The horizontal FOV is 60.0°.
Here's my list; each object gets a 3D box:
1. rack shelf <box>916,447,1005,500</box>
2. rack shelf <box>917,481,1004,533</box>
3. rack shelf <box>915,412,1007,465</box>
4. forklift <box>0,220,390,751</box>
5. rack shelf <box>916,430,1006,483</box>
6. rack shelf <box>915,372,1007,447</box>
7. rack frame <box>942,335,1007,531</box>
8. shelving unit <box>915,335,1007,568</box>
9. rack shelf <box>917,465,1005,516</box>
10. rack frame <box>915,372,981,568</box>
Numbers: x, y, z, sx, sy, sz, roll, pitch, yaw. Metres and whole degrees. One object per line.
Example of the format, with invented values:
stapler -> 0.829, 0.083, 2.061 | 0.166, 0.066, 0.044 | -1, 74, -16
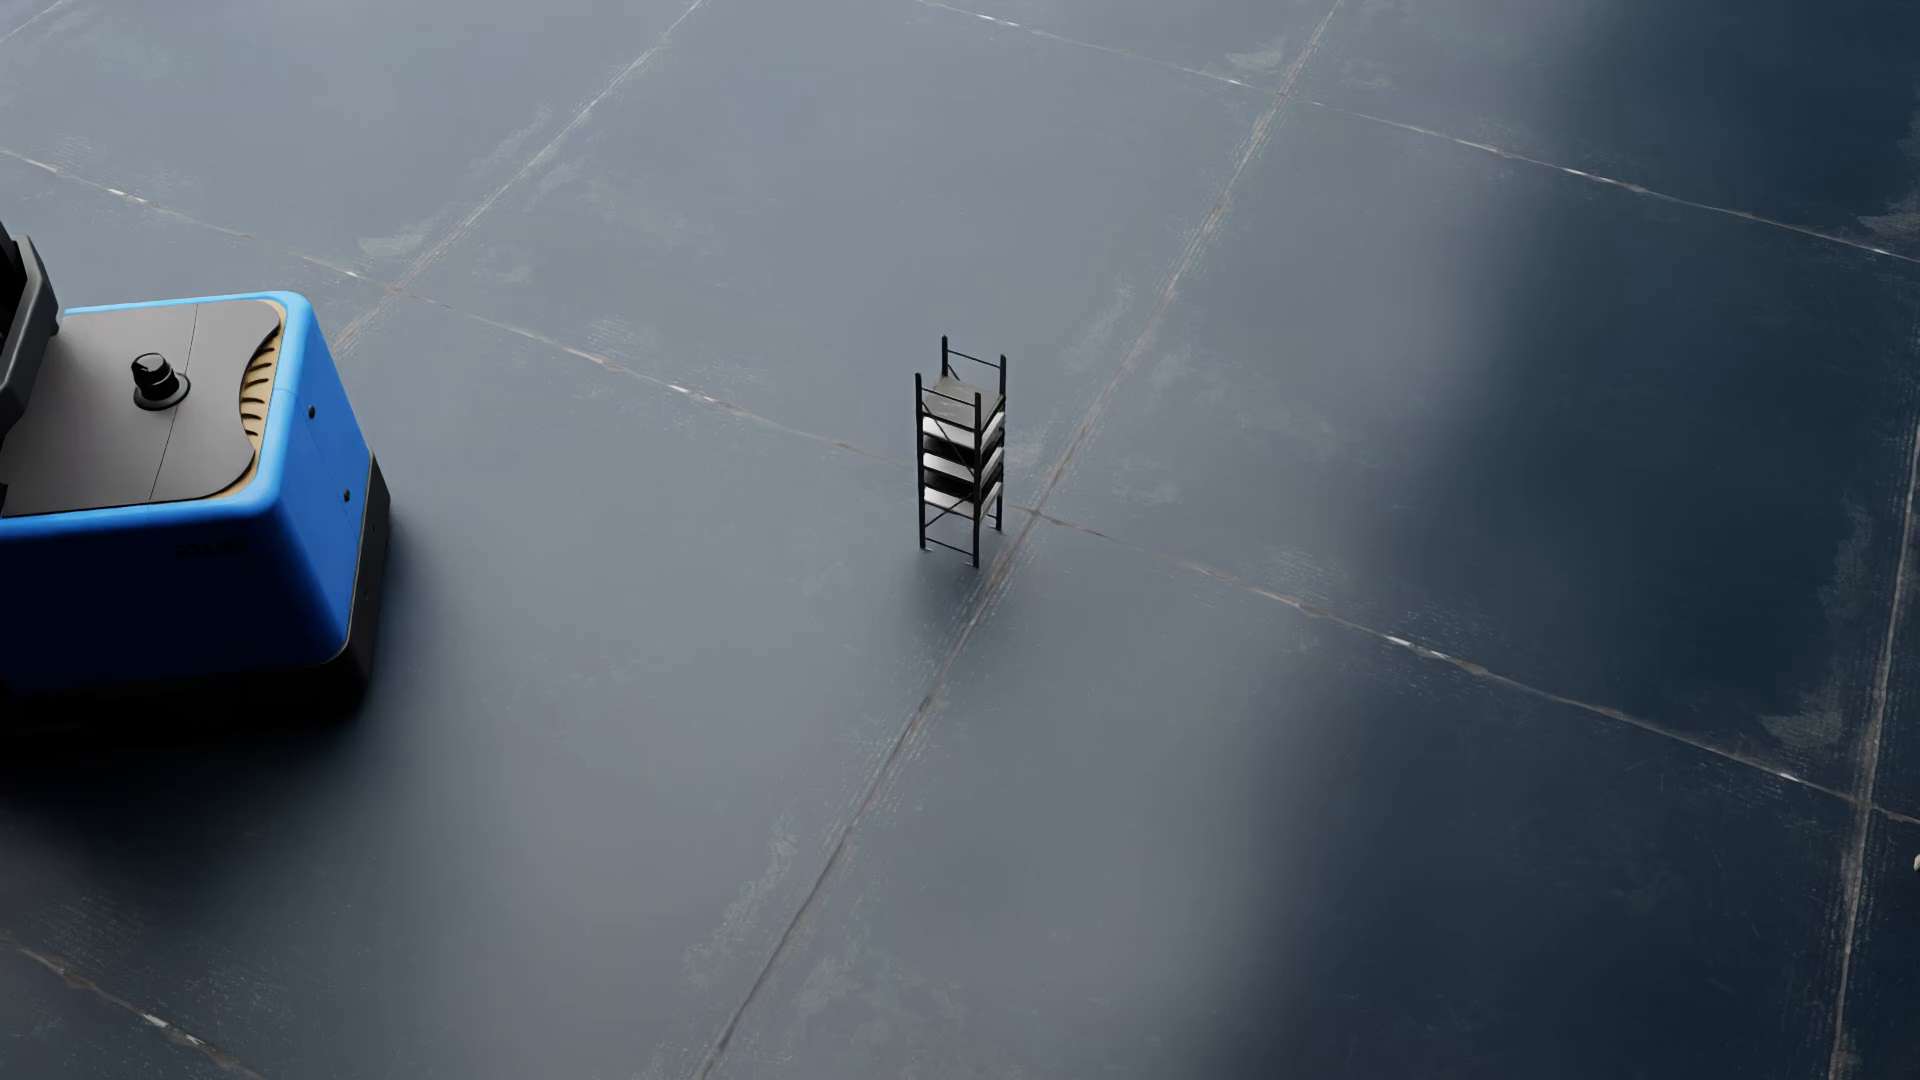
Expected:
rack shelf -> 0.003, -0.276, 5.937 | 0.258, 0.077, 0.200 | 20, 52, 16
rack shelf -> 0.003, -0.159, 6.075 | 0.258, 0.077, 0.200 | 20, 52, 16
rack shelf -> 0.003, -0.392, 5.800 | 0.258, 0.077, 0.200 | 20, 52, 16
forklift -> -3.599, -0.585, 4.824 | 3.031, 2.935, 1.130 | -6, 50, -5
rack shelf -> 0.003, -0.334, 5.869 | 0.258, 0.077, 0.200 | 20, 52, 16
rack shelf -> 0.003, -0.451, 5.732 | 0.258, 0.077, 0.200 | 20, 52, 16
rack frame -> 0.047, -0.367, 5.972 | 0.240, 0.900, 0.006 | 20, 52, 16
shelving unit -> 0.003, -0.297, 5.912 | 0.258, 0.900, 0.210 | 20, 52, 16
rack shelf -> 0.003, -0.217, 6.006 | 0.258, 0.077, 0.200 | 20, 52, 16
rack frame -> -0.040, -0.227, 5.852 | 0.240, 0.900, 0.006 | 20, 52, 16
